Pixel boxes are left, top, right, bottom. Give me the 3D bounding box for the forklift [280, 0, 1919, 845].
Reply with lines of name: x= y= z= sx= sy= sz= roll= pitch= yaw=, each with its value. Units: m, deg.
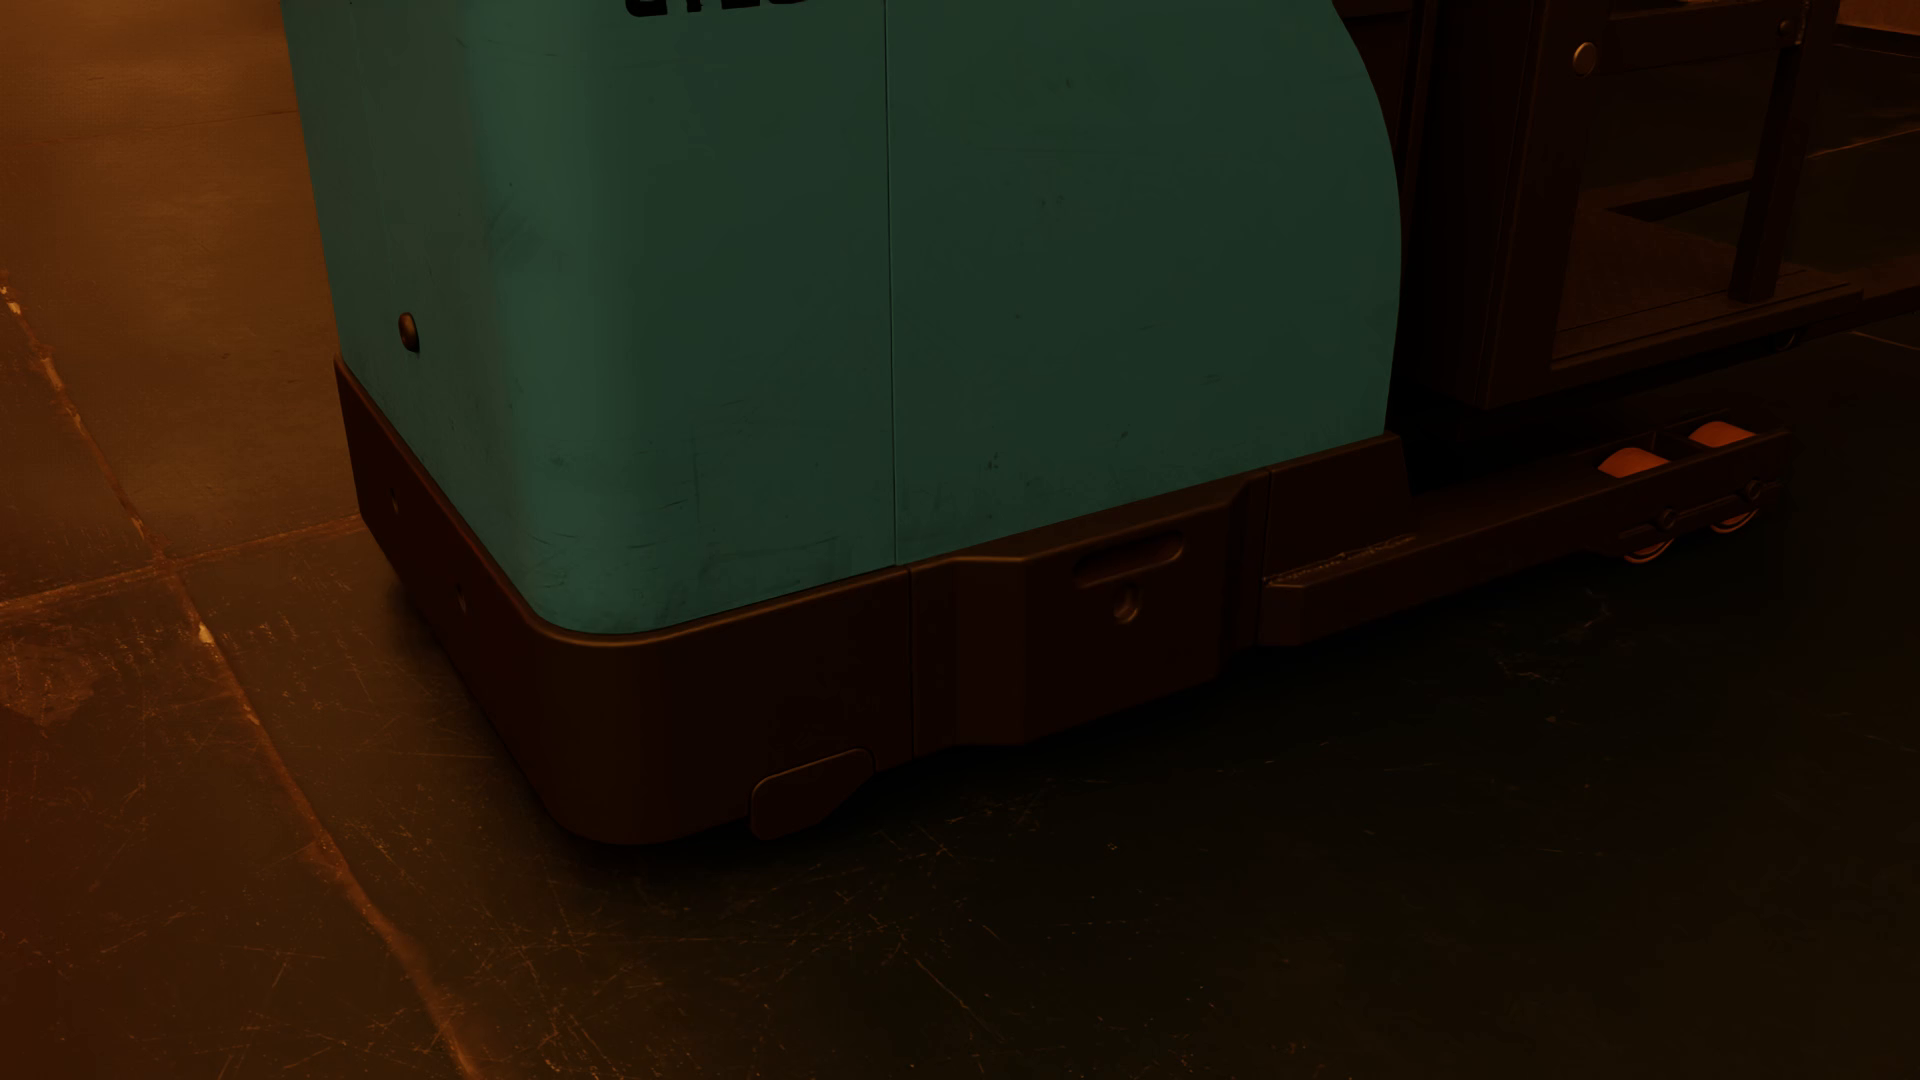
forklift: x=0.653 y=-1.463 z=2.148 sx=3.031 sy=2.935 sz=1.130 roll=-15 pitch=30 yaw=-27
